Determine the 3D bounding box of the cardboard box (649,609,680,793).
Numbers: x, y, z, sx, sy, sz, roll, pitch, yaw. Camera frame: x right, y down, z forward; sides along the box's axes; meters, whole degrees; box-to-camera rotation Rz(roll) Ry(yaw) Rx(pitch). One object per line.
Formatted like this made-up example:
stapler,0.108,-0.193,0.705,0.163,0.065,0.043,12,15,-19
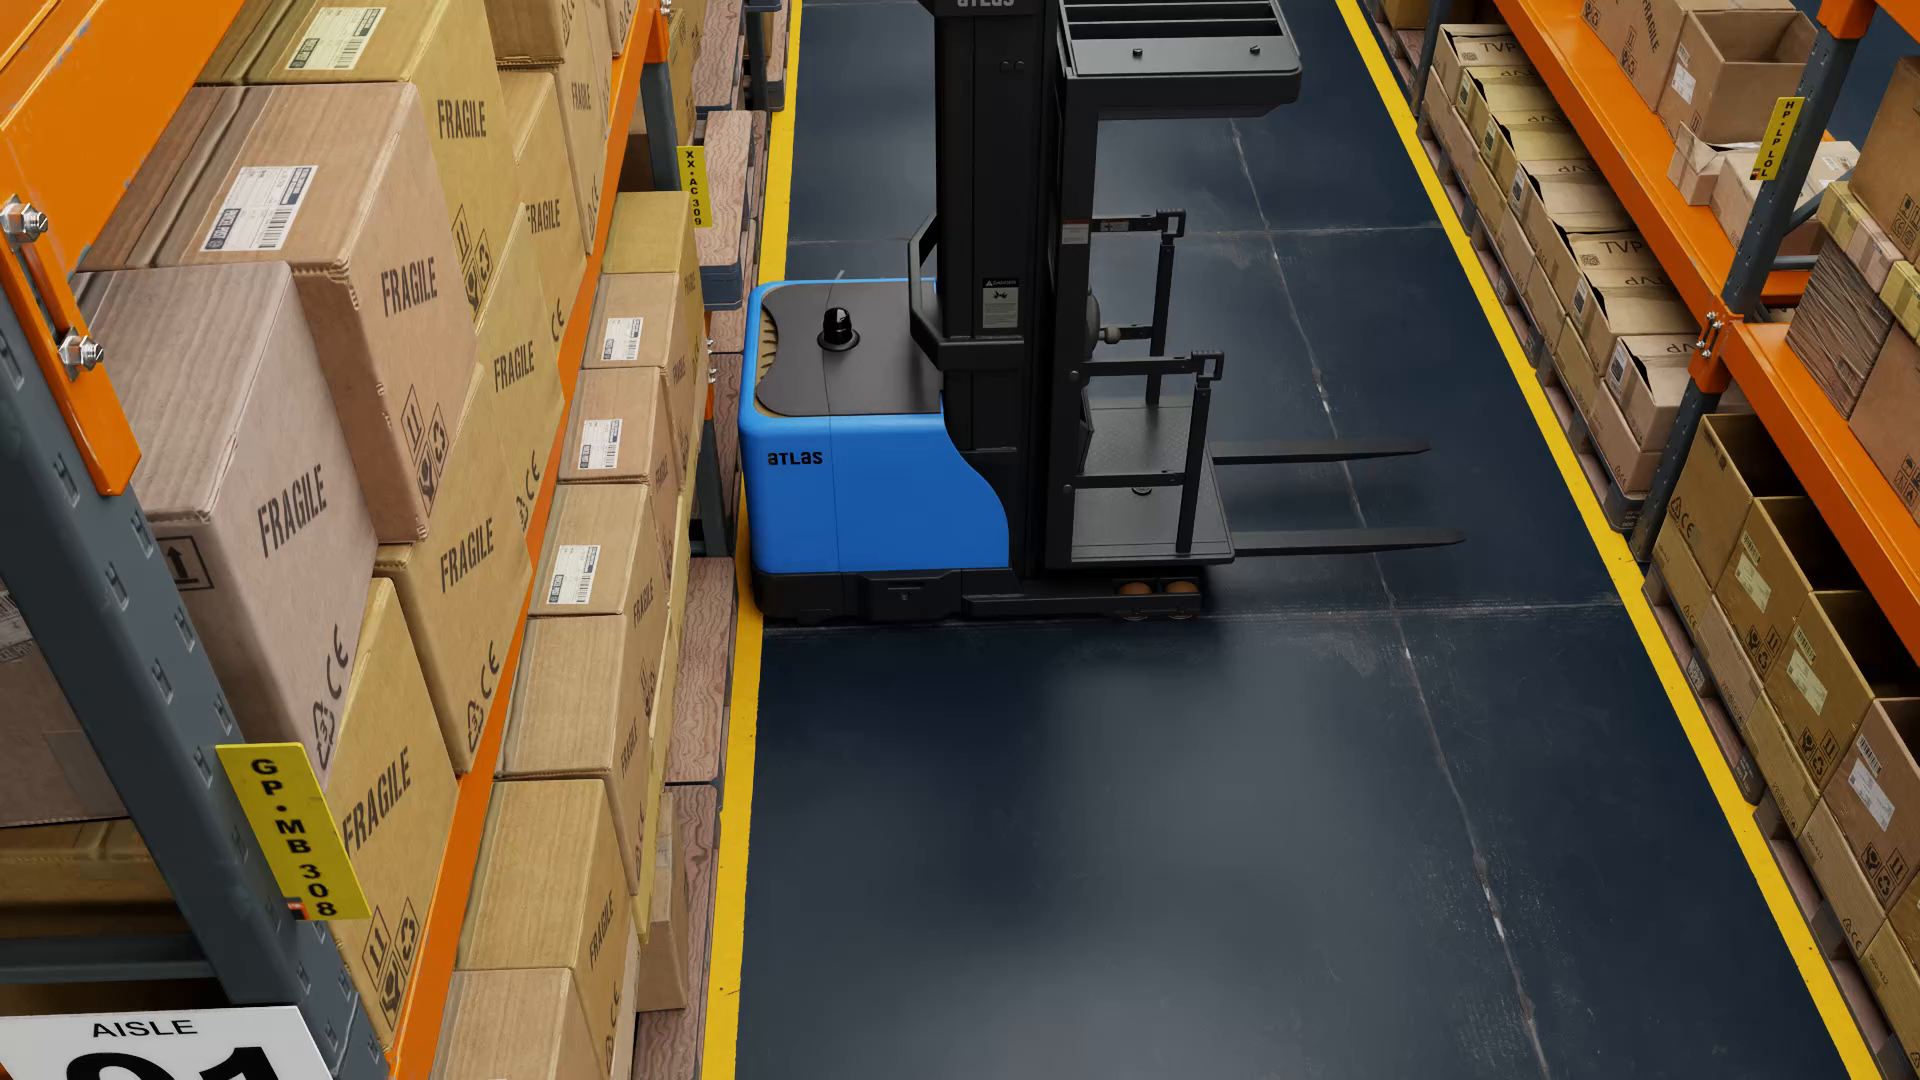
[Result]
cardboard box,-1.091,0.463,4.771,0.500,0.250,0.500,-1,43,-1

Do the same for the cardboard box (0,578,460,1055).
cardboard box,-1.081,0.406,2.428,0.500,0.500,0.500,-1,43,-1

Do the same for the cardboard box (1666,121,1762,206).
cardboard box,3.242,-1.595,7.019,0.396,0.266,0.258,-3,43,-3

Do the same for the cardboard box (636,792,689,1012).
cardboard box,-1.261,1.197,5.398,0.700,0.500,0.500,-4,43,-4

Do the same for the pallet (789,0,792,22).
pallet,-1.663,-3.940,11.542,1.003,0.211,1.213,-2,43,-2

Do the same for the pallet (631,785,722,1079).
pallet,-1.368,1.395,5.722,1.003,0.211,1.213,-2,43,-2

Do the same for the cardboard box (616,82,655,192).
cardboard box,-1.474,-1.455,6.367,0.700,0.500,0.500,-2,43,-2

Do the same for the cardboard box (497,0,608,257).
cardboard box,-1.148,-1.013,3.976,0.500,0.500,0.500,-3,43,-3

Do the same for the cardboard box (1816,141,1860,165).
cardboard box,3.629,-1.567,7.076,0.380,0.149,0.250,-2,43,-2

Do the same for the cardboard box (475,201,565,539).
cardboard box,-1.094,-0.308,3.207,0.500,0.500,0.500,0,43,0

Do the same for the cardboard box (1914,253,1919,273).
cardboard box,3.511,-0.931,5.161,0.700,0.500,0.500,-2,43,-2

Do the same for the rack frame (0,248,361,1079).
rack frame,-1.316,-0.422,1.201,1.000,3.000,0.127,-2,43,-2

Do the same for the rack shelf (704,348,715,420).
rack shelf,-1.401,0.704,4.944,1.077,0.370,4.000,-2,43,-2

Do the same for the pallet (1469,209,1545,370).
pallet,3.338,-1.350,8.716,1.003,0.211,1.213,-2,43,-2

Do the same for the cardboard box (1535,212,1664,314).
cardboard box,3.112,-1.357,7.969,0.500,0.311,0.500,-2,43,-2

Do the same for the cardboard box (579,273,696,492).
cardboard box,-1.130,-0.493,5.259,0.500,0.500,0.500,-2,43,-2

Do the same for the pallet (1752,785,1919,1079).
pallet,3.510,1.336,5.786,1.003,0.211,1.213,-2,43,-2

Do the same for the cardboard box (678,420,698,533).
cardboard box,-1.150,-0.216,5.511,0.500,0.250,0.500,-1,43,-2

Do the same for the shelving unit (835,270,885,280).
shelving unit,-0.678,-0.927,8.266,0.258,0.189,1.200,12,43,12

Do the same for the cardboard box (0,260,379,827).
cardboard box,-1.090,0.004,2.127,0.500,0.500,0.500,-4,43,-5

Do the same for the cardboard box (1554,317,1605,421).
cardboard box,3.136,-0.810,7.788,0.500,0.250,0.500,-2,43,-2

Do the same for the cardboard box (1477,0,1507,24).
cardboard box,3.559,-3.312,10.318,0.500,0.500,0.500,0,43,0

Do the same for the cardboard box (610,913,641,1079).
cardboard box,-1.056,1.148,4.023,0.500,0.250,0.500,-3,43,-3

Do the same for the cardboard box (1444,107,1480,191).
cardboard box,3.044,-2.196,9.300,0.500,0.250,0.500,-3,43,-3

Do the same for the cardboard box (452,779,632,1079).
cardboard box,-1.047,0.896,3.744,0.500,0.500,0.500,-2,43,-2

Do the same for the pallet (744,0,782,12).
pallet,-1.519,-3.063,8.663,1.213,0.211,1.003,-2,43,-2

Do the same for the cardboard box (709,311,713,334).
cardboard box,-1.587,-1.341,8.168,0.700,0.500,0.500,-1,43,-1

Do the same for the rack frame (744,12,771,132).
rack frame,-1.656,-3.612,9.120,1.000,3.000,0.127,-2,43,-2

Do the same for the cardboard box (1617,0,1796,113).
cardboard box,3.403,-2.305,7.621,0.500,0.500,0.500,-2,43,-2

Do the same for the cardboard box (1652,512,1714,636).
cardboard box,3.180,0.125,6.768,0.500,0.250,0.500,-2,43,-2

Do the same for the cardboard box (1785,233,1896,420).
cardboard box,3.488,-0.793,5.971,0.700,0.500,0.500,-3,43,-3

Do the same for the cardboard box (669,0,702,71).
cardboard box,-1.550,-2.276,7.263,0.700,0.500,0.500,4,43,4

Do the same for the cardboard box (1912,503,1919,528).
cardboard box,3.534,-0.099,5.213,0.700,0.500,0.500,-1,43,-1

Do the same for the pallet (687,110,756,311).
pallet,-1.373,-1.361,6.806,1.003,0.211,1.213,-2,43,-2

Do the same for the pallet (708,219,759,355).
pallet,-1.576,-1.234,8.590,1.003,0.211,1.213,-2,43,-2

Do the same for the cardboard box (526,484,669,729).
cardboard box,-1.097,0.199,4.504,0.500,0.500,0.500,0,43,0

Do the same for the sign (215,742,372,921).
sign,-0.774,0.346,1.936,0.100,0.325,0.005,-2,43,-2

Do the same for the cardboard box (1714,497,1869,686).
cardboard box,3.199,0.186,6.146,0.500,0.500,0.500,-2,43,-2

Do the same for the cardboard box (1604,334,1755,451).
cardboard box,3.159,-0.669,7.219,0.500,0.311,0.500,-2,43,-2

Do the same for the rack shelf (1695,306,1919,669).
rack shelf,3.548,0.559,5.102,1.077,0.370,4.000,-2,43,-2

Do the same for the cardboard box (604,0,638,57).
cardboard box,-1.218,-1.726,4.754,0.500,0.500,0.500,-1,43,-1

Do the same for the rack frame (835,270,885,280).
rack frame,-0.677,-0.995,8.205,0.240,0.006,1.200,12,43,12

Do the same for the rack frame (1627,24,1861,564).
rack frame,3.463,-1.056,6.332,1.000,3.000,0.127,-2,43,-2

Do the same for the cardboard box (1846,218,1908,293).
cardboard box,3.292,-0.976,5.690,0.380,0.149,0.250,-1,43,-1

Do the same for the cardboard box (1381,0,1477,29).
cardboard box,3.019,-3.622,10.655,0.500,0.500,0.500,0,43,0

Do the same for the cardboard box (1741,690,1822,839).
cardboard box,3.212,0.800,6.031,0.500,0.250,0.500,-2,43,-2

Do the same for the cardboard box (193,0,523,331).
cardboard box,-1.094,-0.682,2.875,0.500,0.500,0.500,-1,43,-1

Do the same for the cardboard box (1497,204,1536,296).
cardboard box,3.094,-1.499,8.539,0.500,0.250,0.500,-1,43,-1

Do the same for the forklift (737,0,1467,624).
forklift,0.629,-1.099,6.429,3.031,2.935,1.130,-2,43,-2

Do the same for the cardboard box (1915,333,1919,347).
cardboard box,3.317,-0.624,5.307,0.380,0.149,0.250,-2,43,-2

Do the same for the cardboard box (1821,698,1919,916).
cardboard box,3.236,0.861,5.410,0.500,0.500,0.500,-2,43,-2

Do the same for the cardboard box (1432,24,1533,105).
cardboard box,3.022,-2.742,9.481,0.500,0.311,0.500,0,43,0

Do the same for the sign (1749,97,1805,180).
sign,2.921,-1.431,5.943,0.100,0.325,0.005,-2,43,-2

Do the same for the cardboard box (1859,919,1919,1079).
cardboard box,3.259,1.475,5.295,0.500,0.250,0.500,-2,43,-2

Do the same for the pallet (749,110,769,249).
pallet,-1.624,-2.056,9.487,1.003,0.211,1.213,-2,43,-2

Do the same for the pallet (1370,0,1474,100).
pallet,3.299,-3.233,10.771,1.003,0.211,1.213,-2,43,-2

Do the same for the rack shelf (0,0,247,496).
rack shelf,-1.401,-1.506,2.918,1.077,0.370,4.000,-2,43,-2

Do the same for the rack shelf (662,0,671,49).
rack shelf,-1.571,-3.102,6.876,1.077,0.370,4.000,-2,43,-2

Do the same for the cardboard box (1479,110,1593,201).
cardboard box,3.072,-2.043,8.718,0.500,0.311,0.500,-3,43,-3
